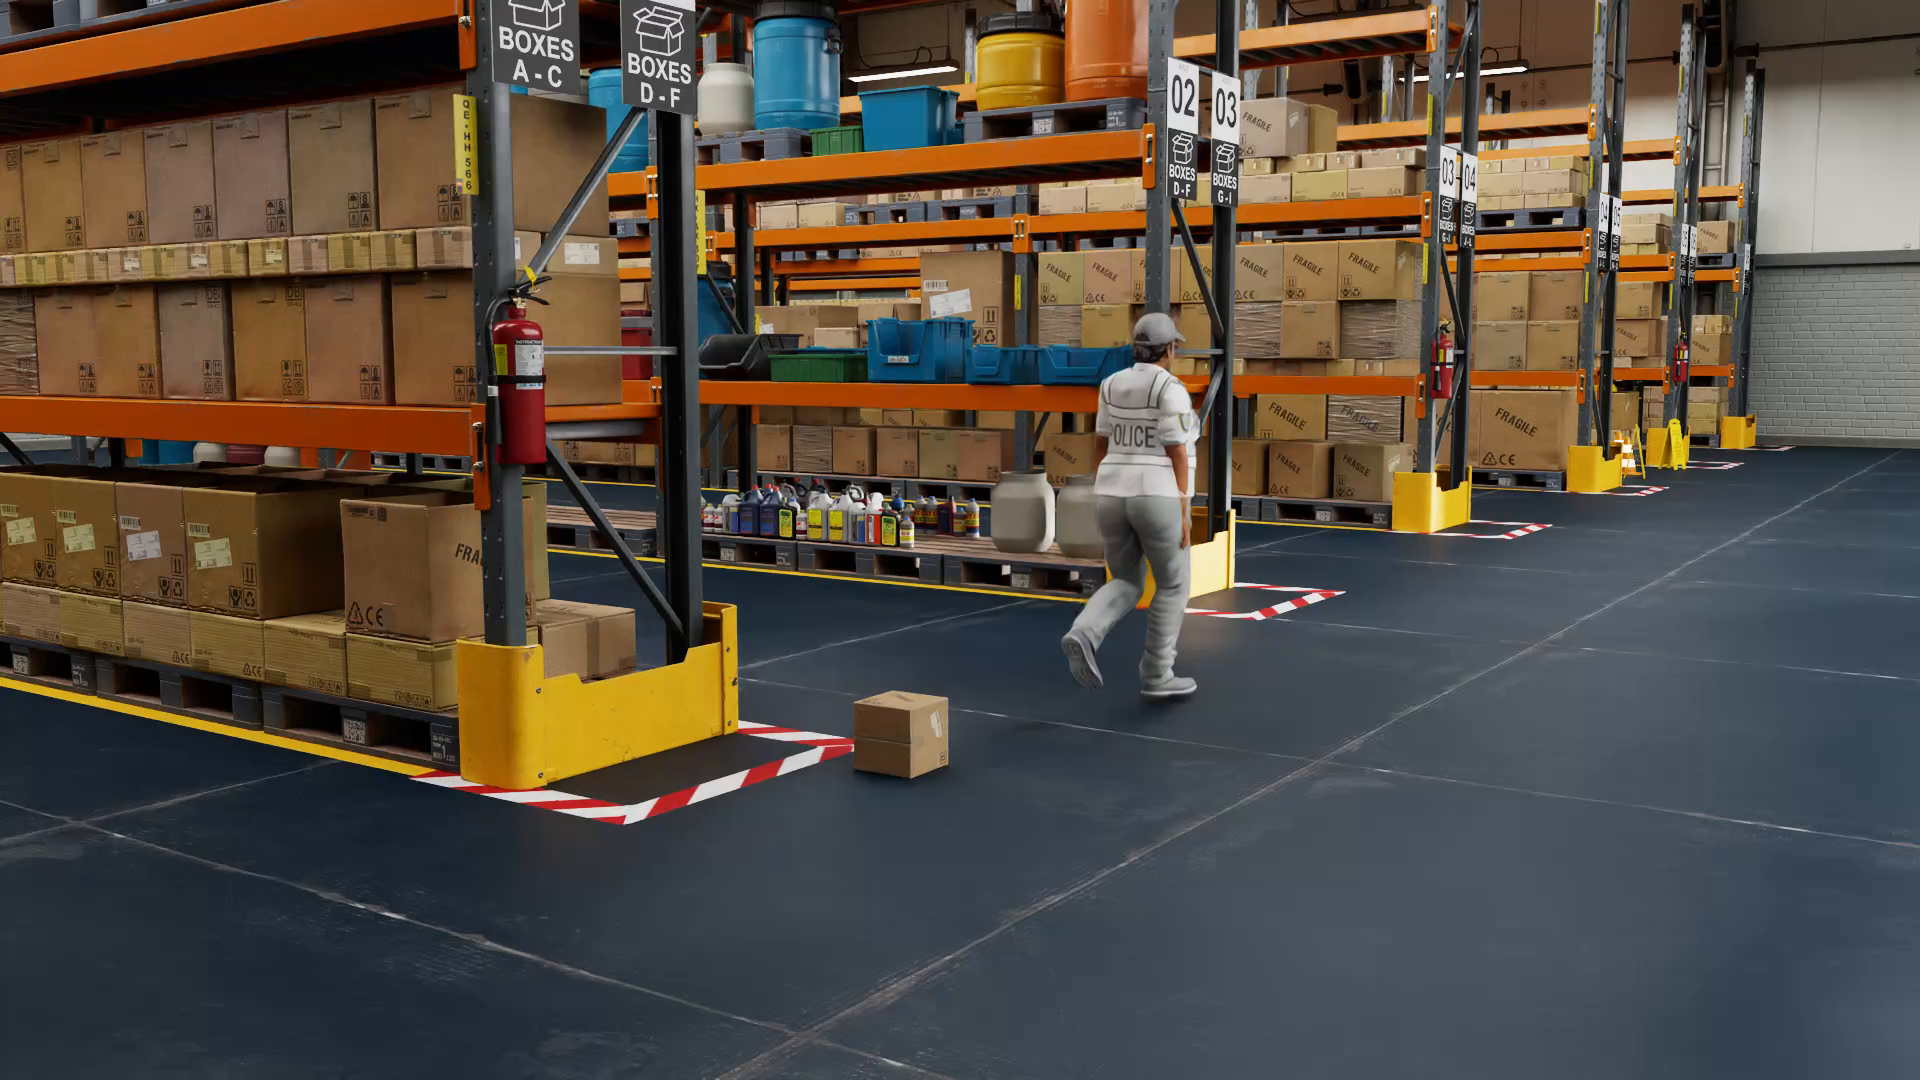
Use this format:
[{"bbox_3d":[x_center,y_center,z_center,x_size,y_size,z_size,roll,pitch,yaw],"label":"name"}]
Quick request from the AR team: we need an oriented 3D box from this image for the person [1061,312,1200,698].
[{"bbox_3d":[0.747,-0.139,7.069,0.626,1.644,0.487,-6,9,-44],"label":"person"}]
